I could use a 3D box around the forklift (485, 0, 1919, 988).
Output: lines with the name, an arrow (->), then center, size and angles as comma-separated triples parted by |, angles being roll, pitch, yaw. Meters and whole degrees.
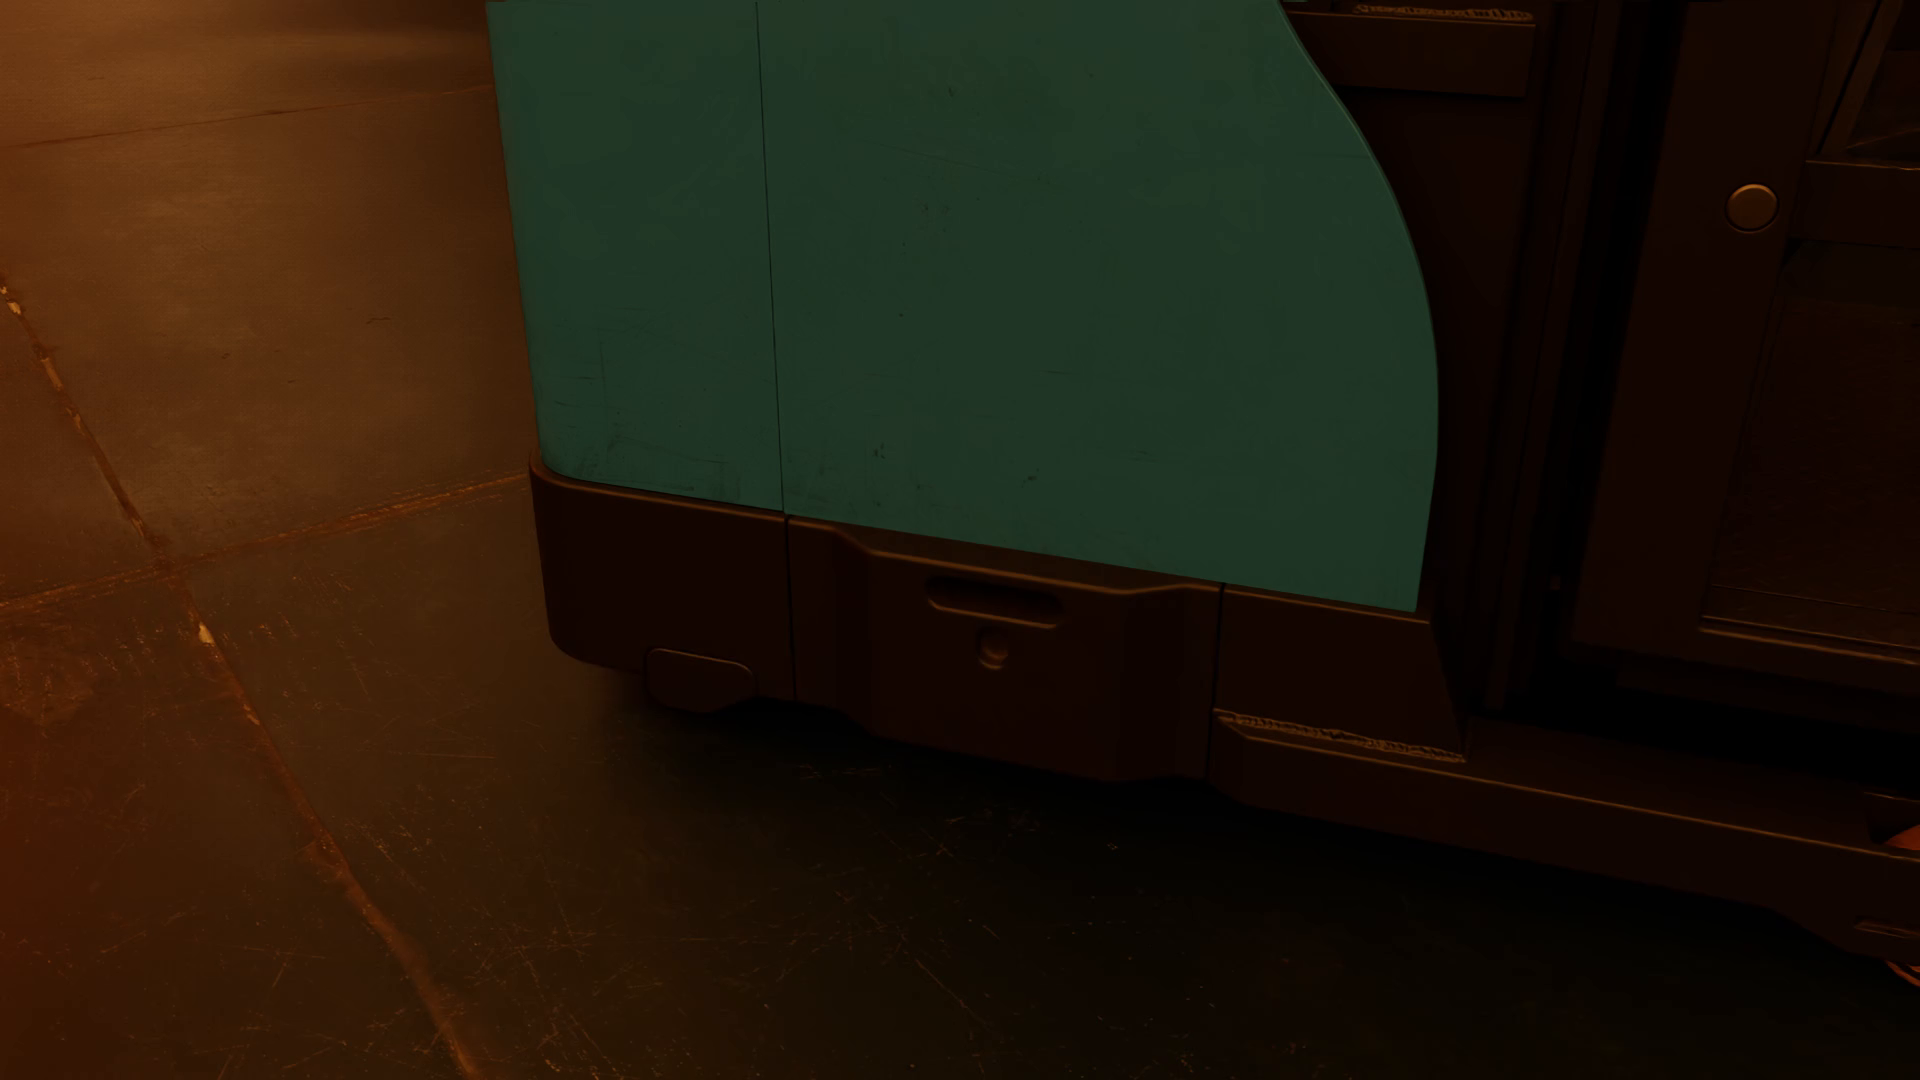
forklift -> 1.051, -1.107, 1.438 | 3.031, 2.935, 1.130 | 9, 28, 17
